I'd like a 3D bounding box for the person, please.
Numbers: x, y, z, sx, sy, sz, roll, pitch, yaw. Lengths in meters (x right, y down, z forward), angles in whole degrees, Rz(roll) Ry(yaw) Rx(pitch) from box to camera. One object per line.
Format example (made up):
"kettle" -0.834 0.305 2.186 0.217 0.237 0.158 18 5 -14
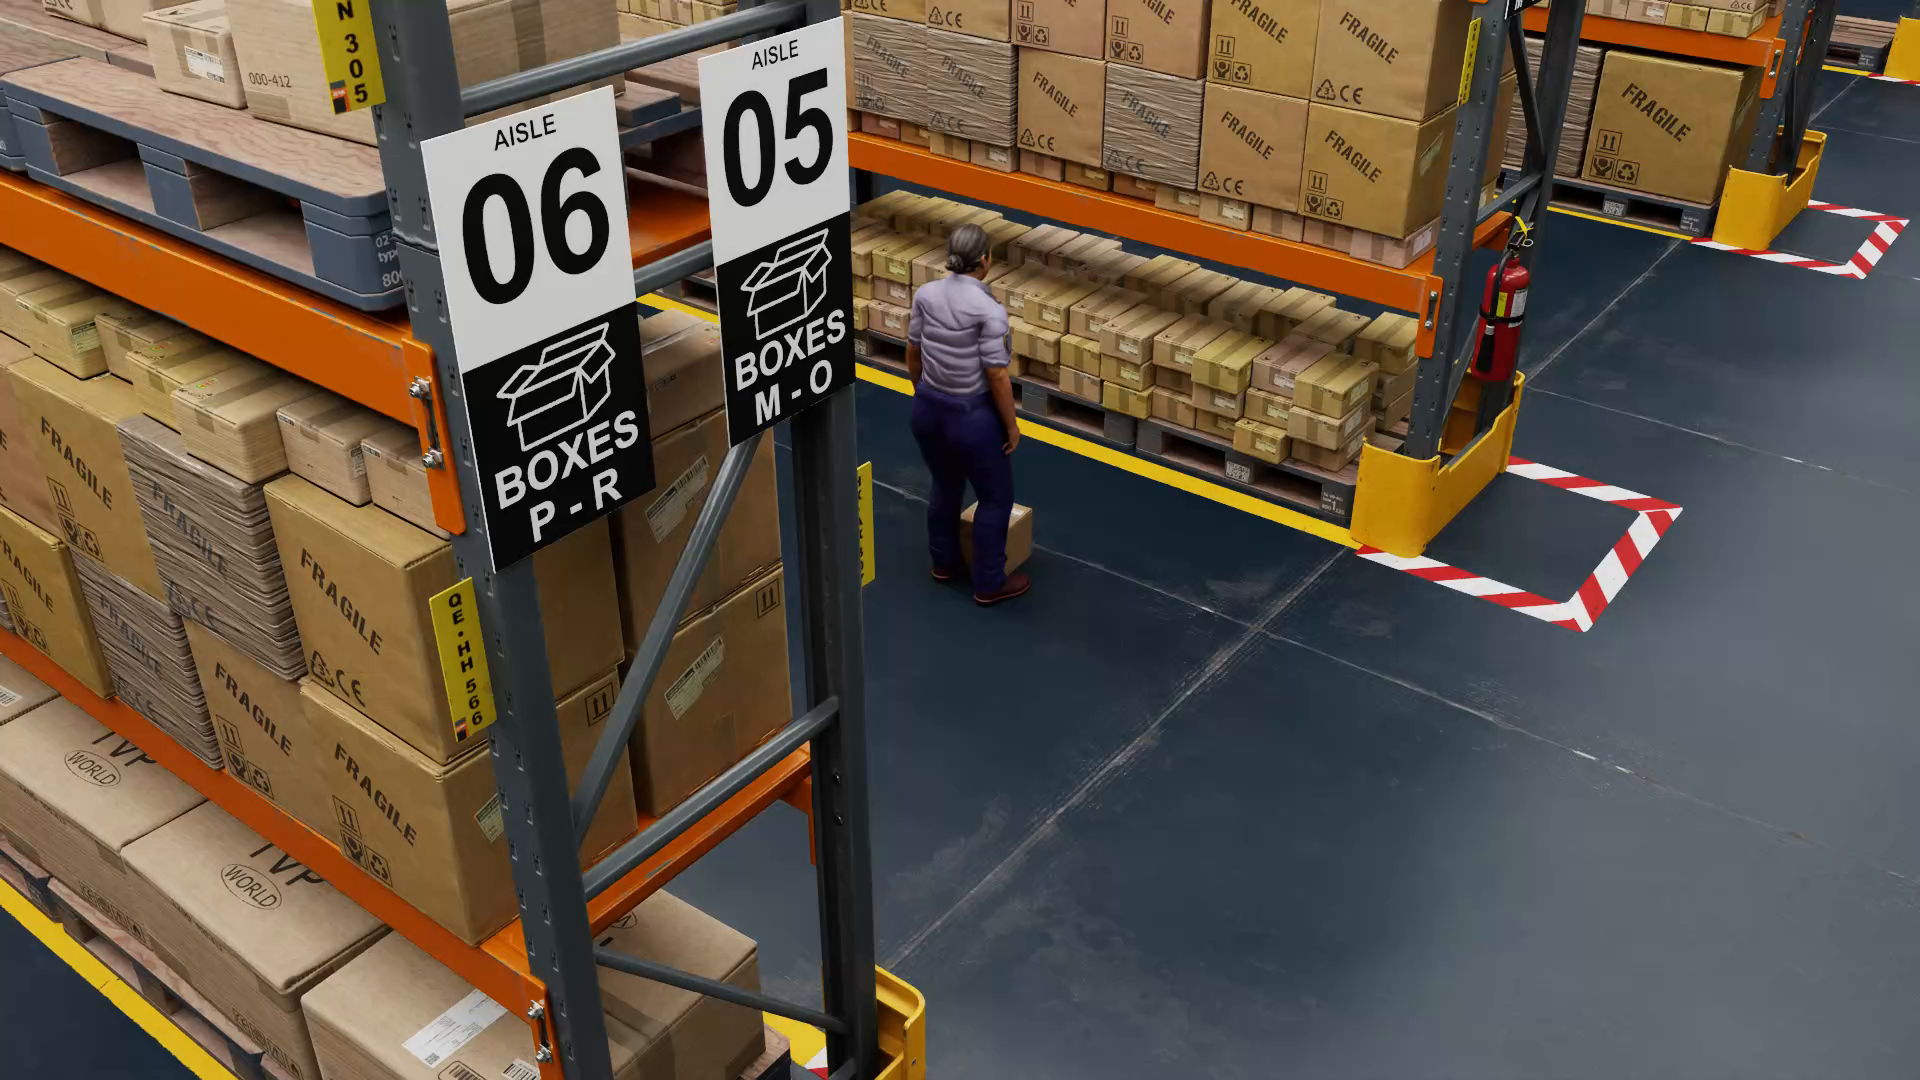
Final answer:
"person" 0.030 -0.524 7.009 0.541 1.652 0.413 21 37 31
